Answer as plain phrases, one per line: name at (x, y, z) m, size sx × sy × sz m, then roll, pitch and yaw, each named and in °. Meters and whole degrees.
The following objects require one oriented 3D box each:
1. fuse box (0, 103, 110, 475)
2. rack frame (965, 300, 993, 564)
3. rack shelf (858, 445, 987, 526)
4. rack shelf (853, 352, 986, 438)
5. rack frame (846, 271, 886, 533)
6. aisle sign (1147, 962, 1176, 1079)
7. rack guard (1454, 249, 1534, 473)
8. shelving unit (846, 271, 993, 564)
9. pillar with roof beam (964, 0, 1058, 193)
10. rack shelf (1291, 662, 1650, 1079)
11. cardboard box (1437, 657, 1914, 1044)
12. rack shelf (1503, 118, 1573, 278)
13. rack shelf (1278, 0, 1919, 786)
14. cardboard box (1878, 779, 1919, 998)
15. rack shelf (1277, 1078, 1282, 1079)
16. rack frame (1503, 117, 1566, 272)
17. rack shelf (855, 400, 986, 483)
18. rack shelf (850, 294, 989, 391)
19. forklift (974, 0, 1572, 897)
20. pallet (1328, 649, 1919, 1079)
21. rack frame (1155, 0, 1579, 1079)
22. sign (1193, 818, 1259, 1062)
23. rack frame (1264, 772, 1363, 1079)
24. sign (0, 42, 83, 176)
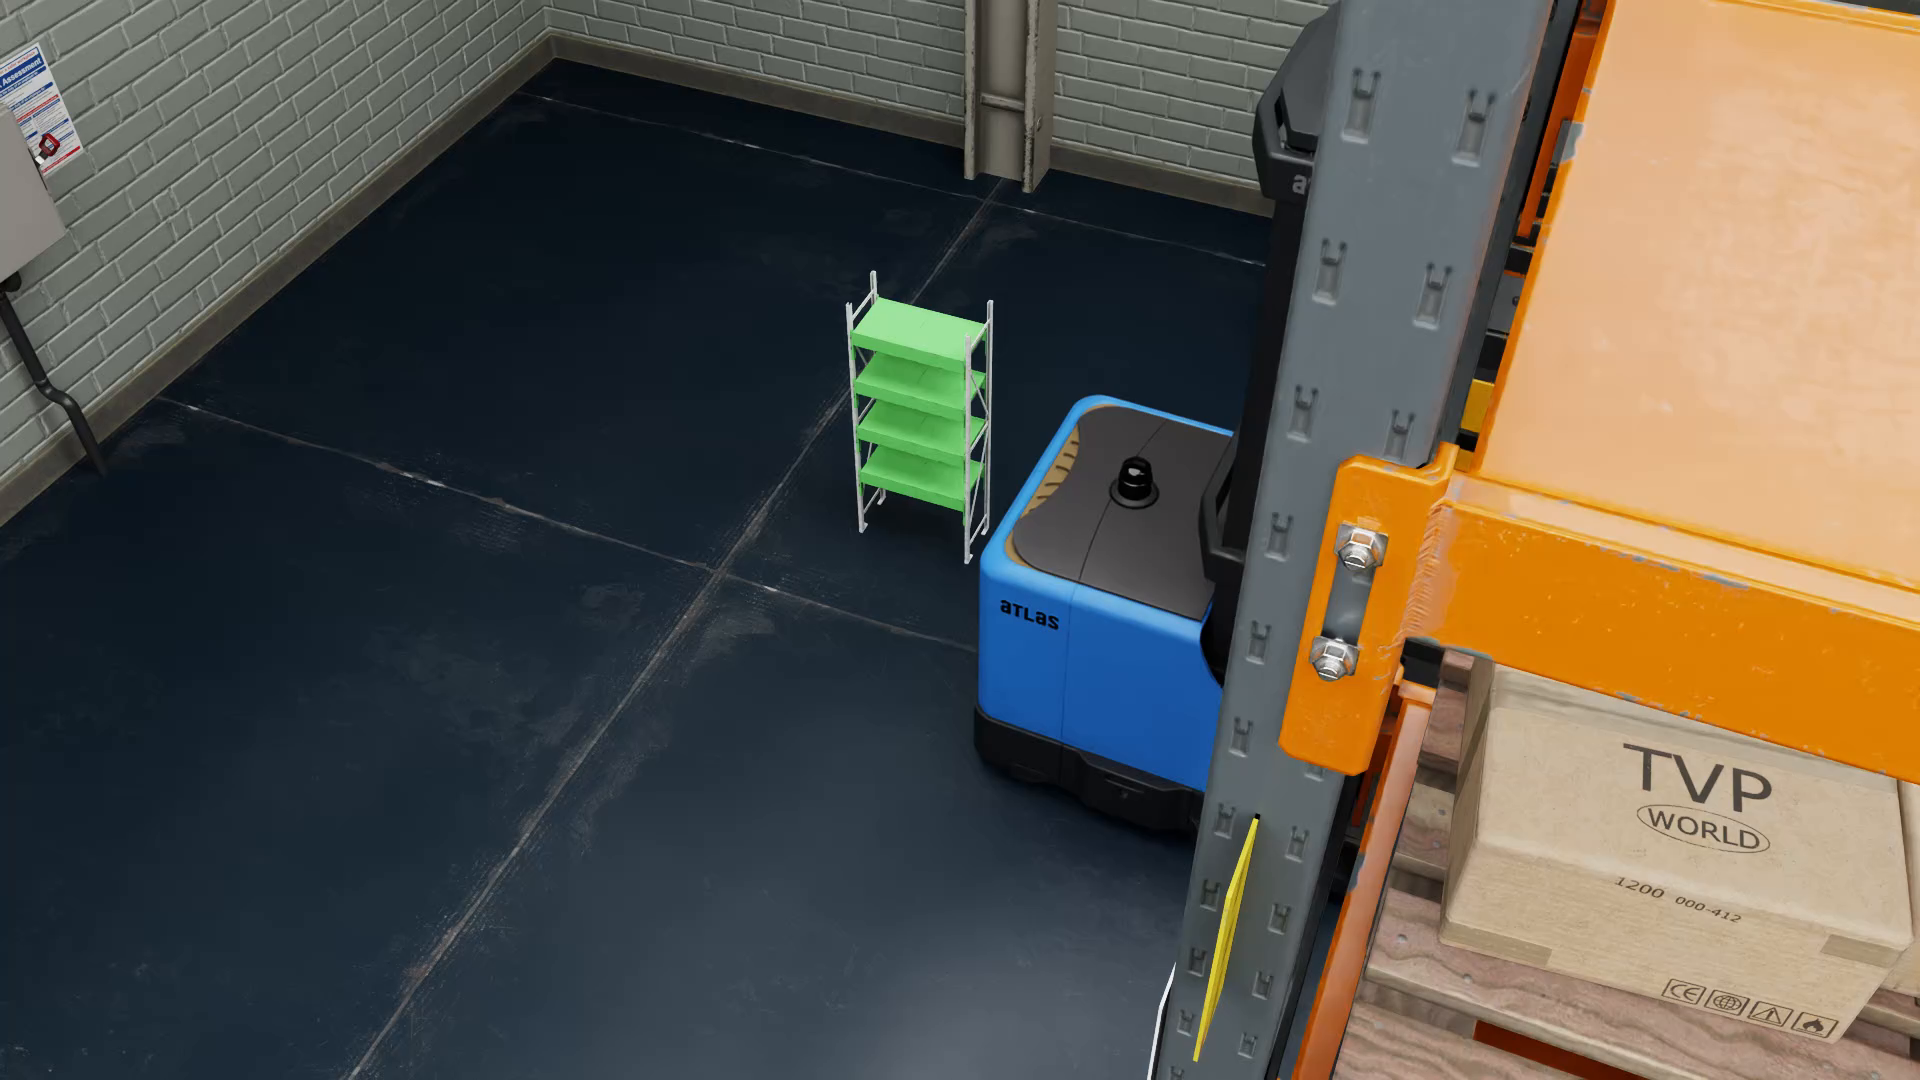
fuse box at (-3.775, -0.922, 6.803) m, size 0.414 × 1.711 × 0.539 m, roll 16°, pitch 47°, yaw 16°
rack frame at (0.072, -0.404, 6.644) m, size 0.015 × 1.200 × 0.240 m, roll 16°, pitch 47°, yaw 16°
rack shelf at (-0.153, -0.255, 6.925) m, size 0.480 × 0.148 × 0.258 m, roll 16°, pitch 47°, yaw 16°
rack shelf at (-0.153, -0.595, 6.587) m, size 0.480 × 0.148 × 0.258 m, roll 16°, pitch 47°, yaw 16°
rack frame at (-0.378, -0.537, 6.777) m, size 0.015 × 1.200 × 0.240 m, roll 16°, pitch 47°, yaw 16°
aisle sign at (0.317, 0.712, 2.403) m, size 0.004 × 0.787 × 0.394 m, roll 16°, pitch 47°, yaw 16°
rack guard at (2.473, -0.861, 7.600) m, size 0.348 × 0.500 × 1.175 m, roll 16°, pitch 47°, yaw 16°
shelving unit at (-0.153, -0.470, 6.711) m, size 0.503 × 1.200 × 0.258 m, roll 16°, pitch 47°, yaw 16°
pillar with roof beam at (-1.396, -2.411, 3.132) m, size 0.400 × 9.000 × 9.100 m, roll 16°, pitch 47°, yaw 16°
rack shelf at (2.341, 1.199, 2.140) m, size 4.000 × 0.370 × 1.077 m, roll 16°, pitch 47°, yaw 16°
cardboard box at (0.945, 0.334, 2.238) m, size 0.500 × 0.250 × 0.500 m, roll 12°, pitch 46°, yaw 12°
rack shelf at (4.248, -0.969, 6.447) m, size 4.000 × 0.370 × 1.077 m, roll 16°, pitch 47°, yaw 16°
rack shelf at (2.341, 0.278, 1.223) m, size 4.000 × 0.370 × 1.077 m, roll 16°, pitch 47°, yaw 16°
cardboard box at (1.363, 0.431, 2.212) m, size 0.250 × 0.149 × 0.380 m, roll 13°, pitch 46°, yaw 13°
rack shelf at (2.341, 2.263, 3.198) m, size 4.000 × 0.370 × 1.077 m, roll 16°, pitch 47°, yaw 16°
rack frame at (2.402, -1.768, 6.739) m, size 0.127 × 3.000 × 1.000 m, roll 16°, pitch 47°, yaw 16°
rack shelf at (-0.153, -0.425, 6.756) m, size 0.480 × 0.148 × 0.258 m, roll 16°, pitch 47°, yaw 16°
rack shelf at (-0.153, -0.765, 6.417) m, size 0.480 × 0.148 × 0.258 m, roll 16°, pitch 47°, yaw 16°
forklift at (1.613, -0.095, 5.107) m, size 3.031 × 2.935 × 1.130 m, roll 18°, pitch 47°, yaw 17°
pallet at (1.184, 0.627, 2.268) m, size 1.213 × 0.211 × 1.003 m, roll 16°, pitch 47°, yaw 16°
rack frame at (0.495, -0.662, 1.374) m, size 0.127 × 3.000 × 1.000 m, roll 16°, pitch 47°, yaw 16°
sign at (0.276, 0.423, 1.735) m, size 0.005 × 0.325 × 0.100 m, roll 16°, pitch 47°, yaw 16°
rack frame at (0.495, 1.465, 3.490) m, size 0.127 × 3.000 × 1.000 m, roll 16°, pitch 47°, yaw 16°
sign at (-3.776, -1.723, 6.762) m, size 0.001 × 0.494 × 0.329 m, roll 16°, pitch 47°, yaw 16°
